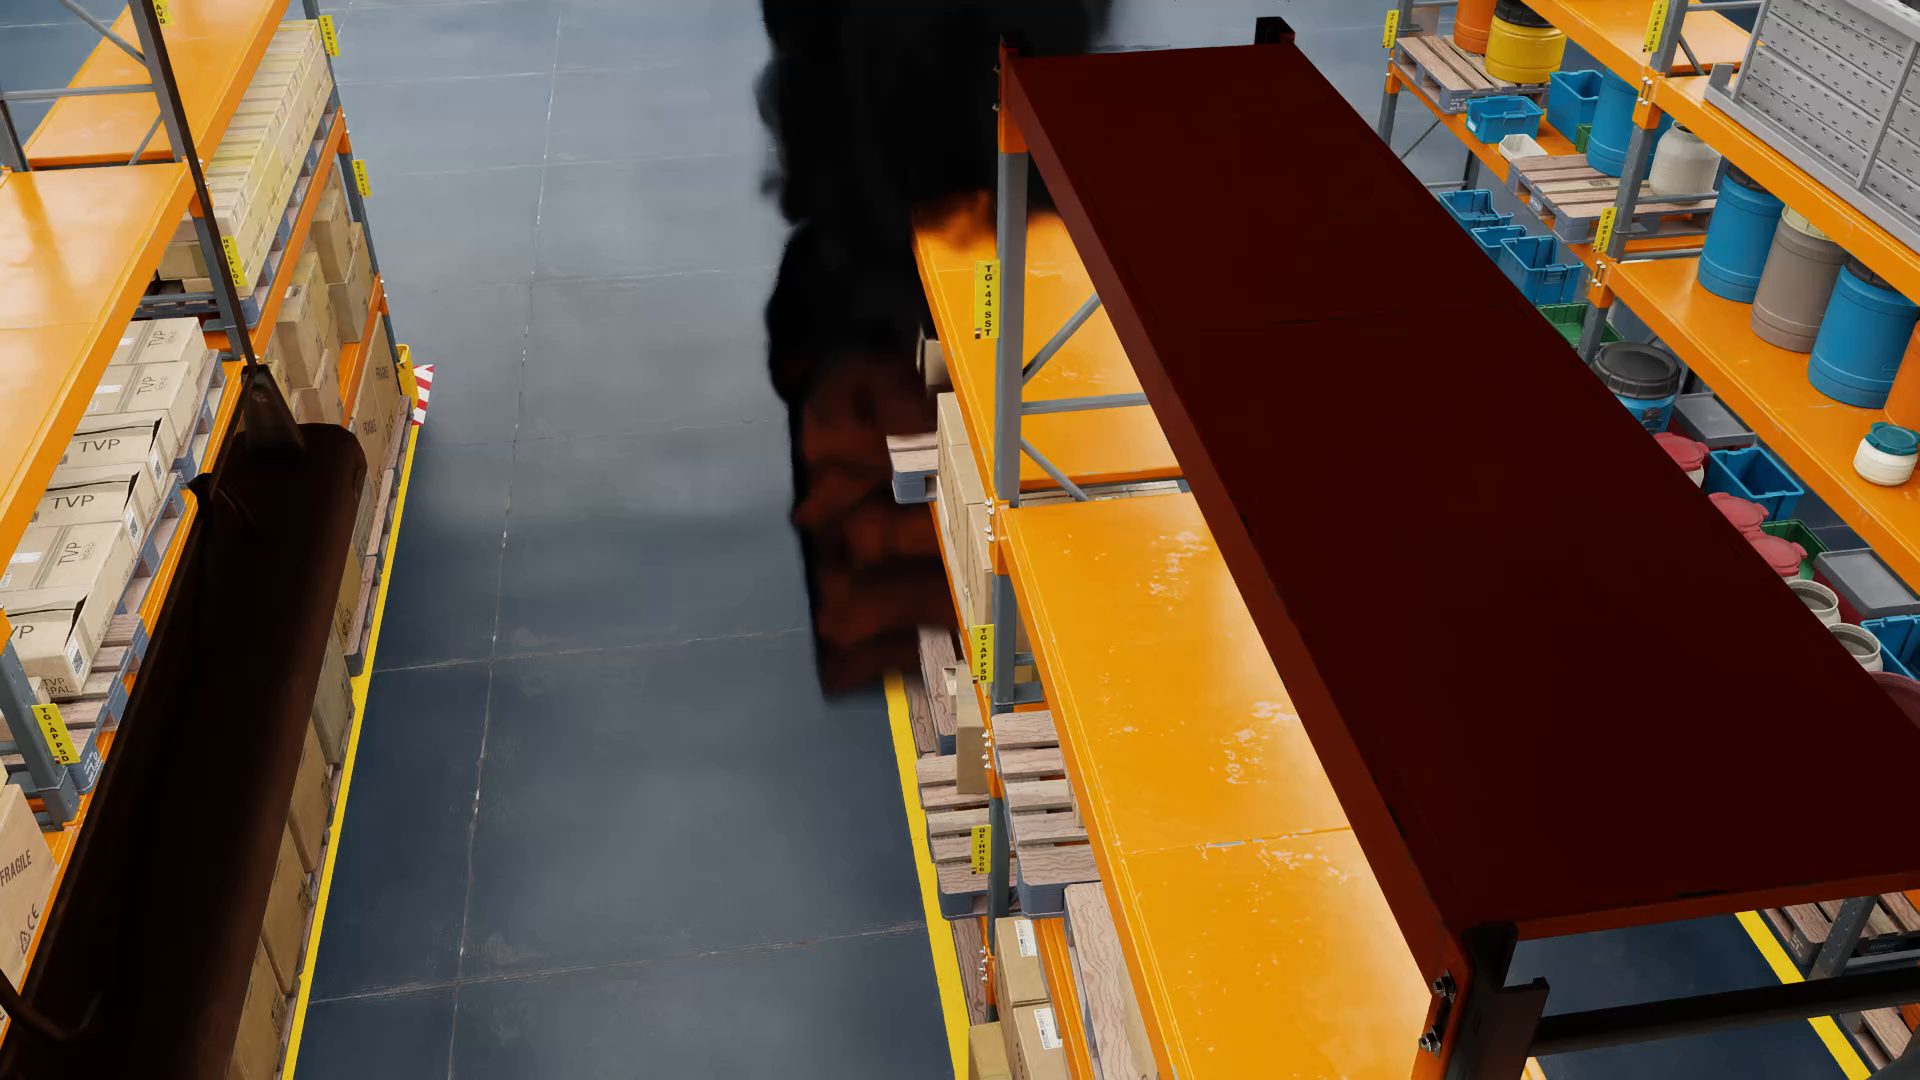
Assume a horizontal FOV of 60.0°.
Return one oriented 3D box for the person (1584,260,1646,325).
[{"bbox_3d":[5.903,-2.418,14.874,0.636,1.645,0.599,-4,36,-5],"label":"person"}]
